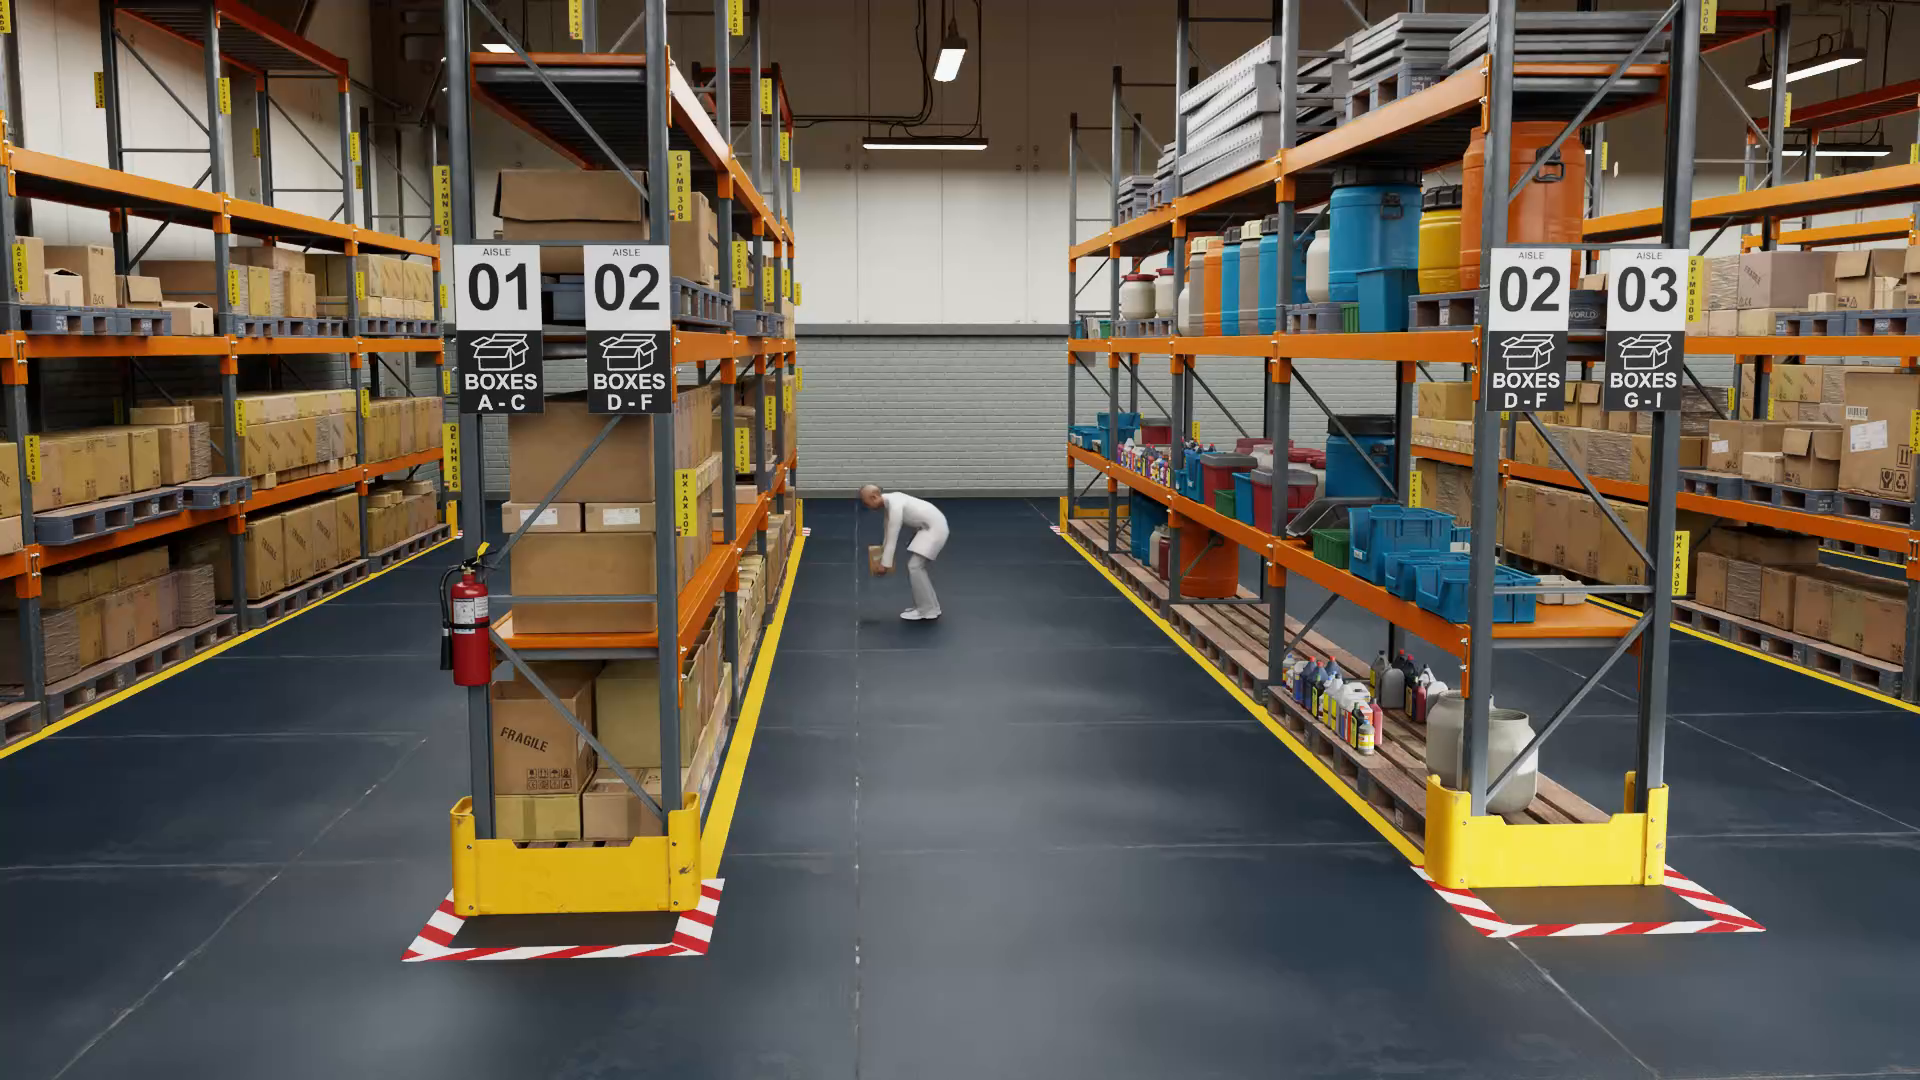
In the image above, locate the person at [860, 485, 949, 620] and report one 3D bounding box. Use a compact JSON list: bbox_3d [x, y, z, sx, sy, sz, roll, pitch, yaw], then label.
[{"bbox_3d":[-0.556,0.119,16.672,0.889,1.340,0.558,-1,7,-6],"label":"person"}]
